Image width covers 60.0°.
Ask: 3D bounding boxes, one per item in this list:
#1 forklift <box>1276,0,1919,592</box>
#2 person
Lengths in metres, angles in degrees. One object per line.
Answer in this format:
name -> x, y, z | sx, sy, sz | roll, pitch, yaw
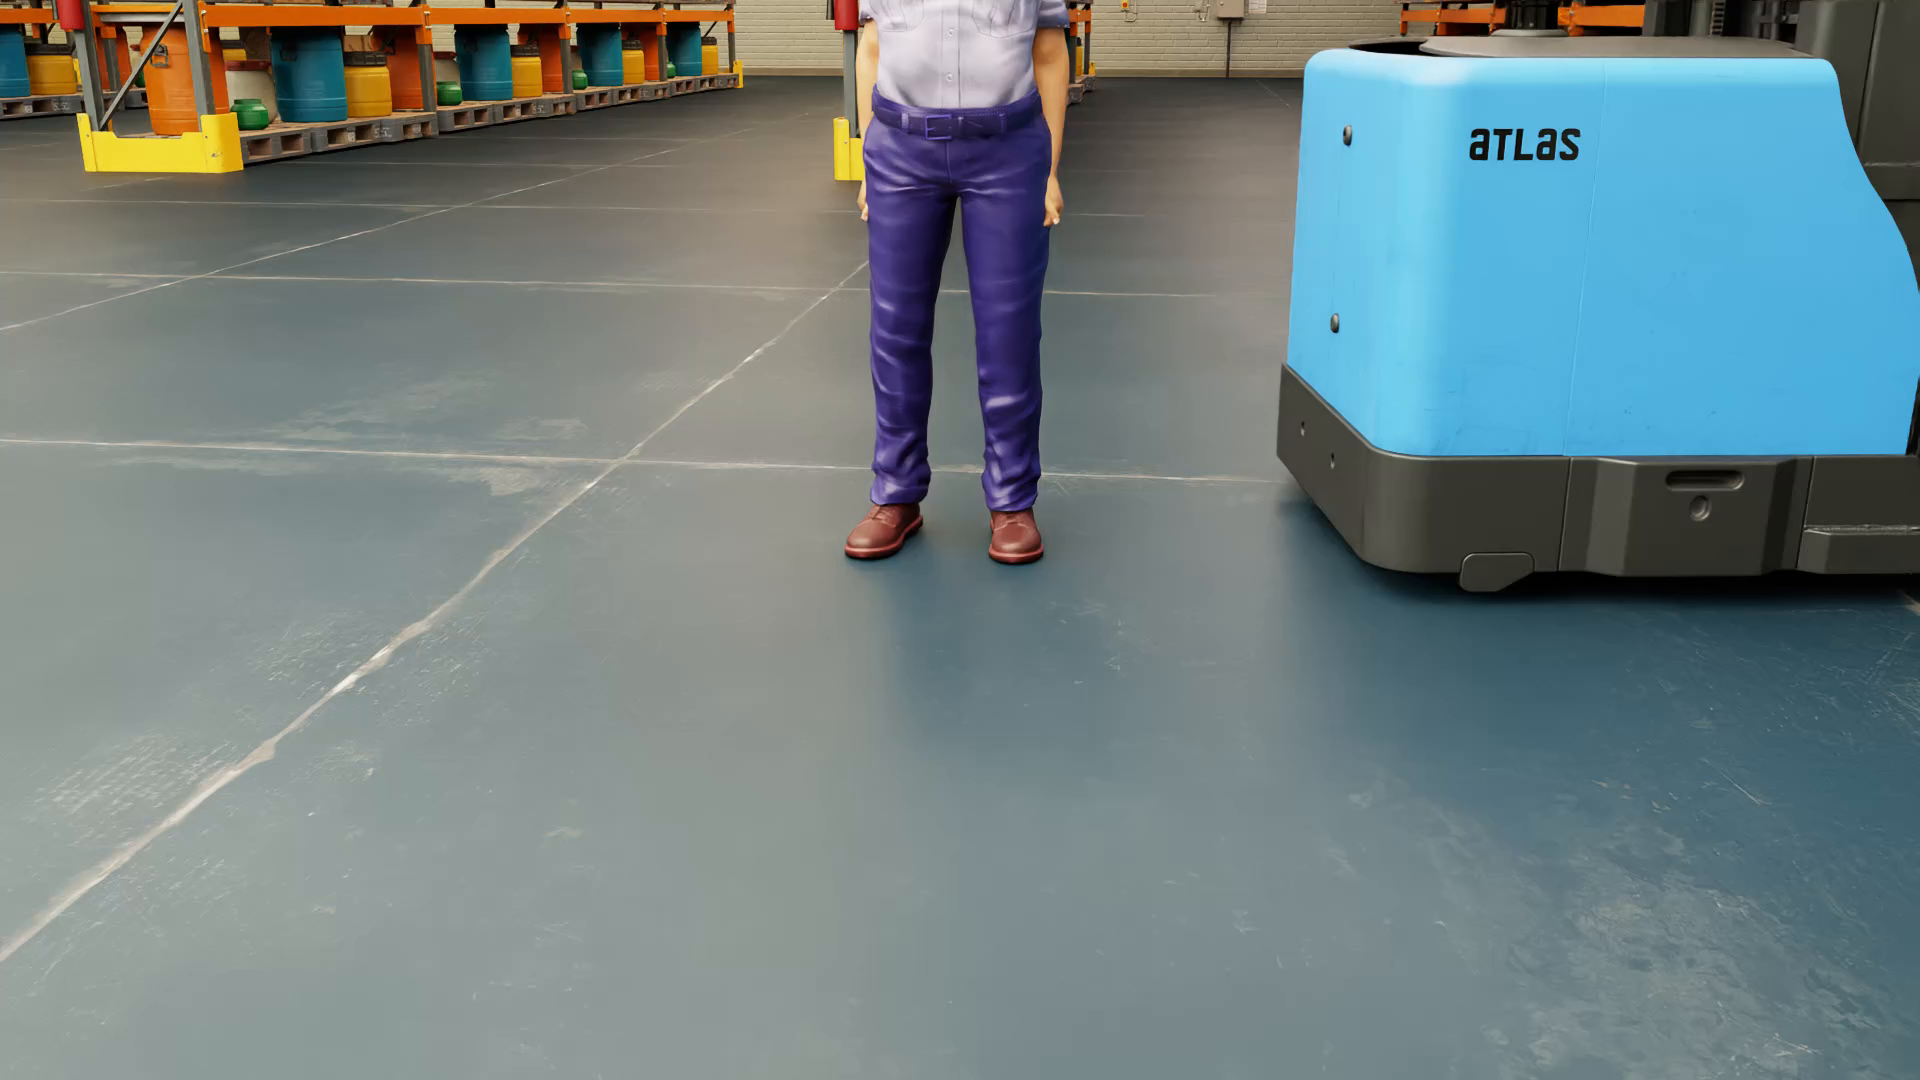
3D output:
forklift -> 2.338, -1.429, 3.483 | 3.031, 2.935, 1.130 | 0, 18, -1
person -> -0.010, -0.781, 3.575 | 0.476, 1.651, 0.361 | 2, 18, 7
